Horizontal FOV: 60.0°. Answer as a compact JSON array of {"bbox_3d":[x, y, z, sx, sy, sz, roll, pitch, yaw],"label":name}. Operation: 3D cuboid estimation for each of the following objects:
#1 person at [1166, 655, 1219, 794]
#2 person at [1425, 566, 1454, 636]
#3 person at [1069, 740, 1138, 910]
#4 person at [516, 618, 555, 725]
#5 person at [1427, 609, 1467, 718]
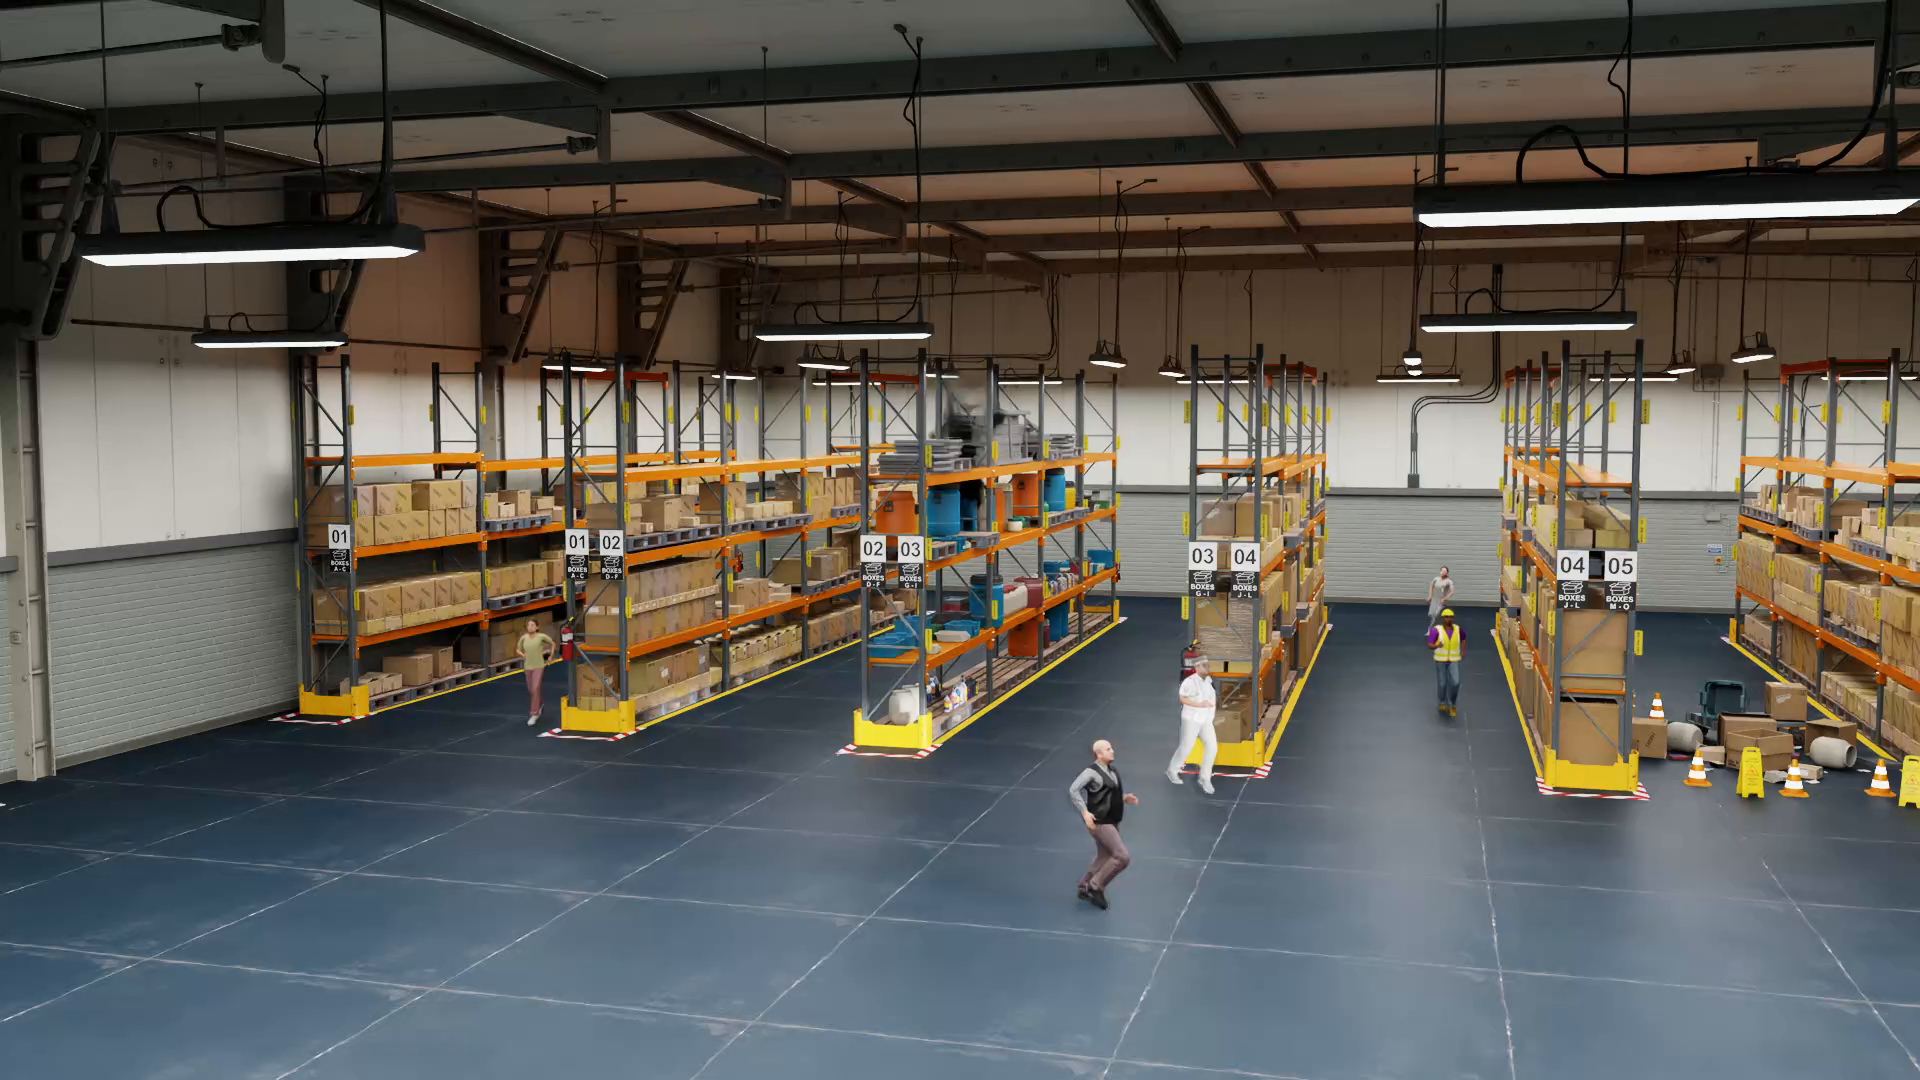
[{"bbox_3d":[3.195,2.435,22.308,0.668,1.807,0.828,-3,5,-33],"label":"person"},{"bbox_3d":[10.819,1.389,37.516,0.597,1.596,0.517,3,5,33],"label":"person"},{"bbox_3d":[1.481,2.881,16.861,0.683,1.703,0.633,2,5,28],"label":"person"},{"bbox_3d":[-6.960,2.110,27.183,0.605,1.688,0.918,1,4,7],"label":"person"},{"bbox_3d":[8.121,2.051,27.686,0.673,1.812,0.706,1,4,9],"label":"person"}]
